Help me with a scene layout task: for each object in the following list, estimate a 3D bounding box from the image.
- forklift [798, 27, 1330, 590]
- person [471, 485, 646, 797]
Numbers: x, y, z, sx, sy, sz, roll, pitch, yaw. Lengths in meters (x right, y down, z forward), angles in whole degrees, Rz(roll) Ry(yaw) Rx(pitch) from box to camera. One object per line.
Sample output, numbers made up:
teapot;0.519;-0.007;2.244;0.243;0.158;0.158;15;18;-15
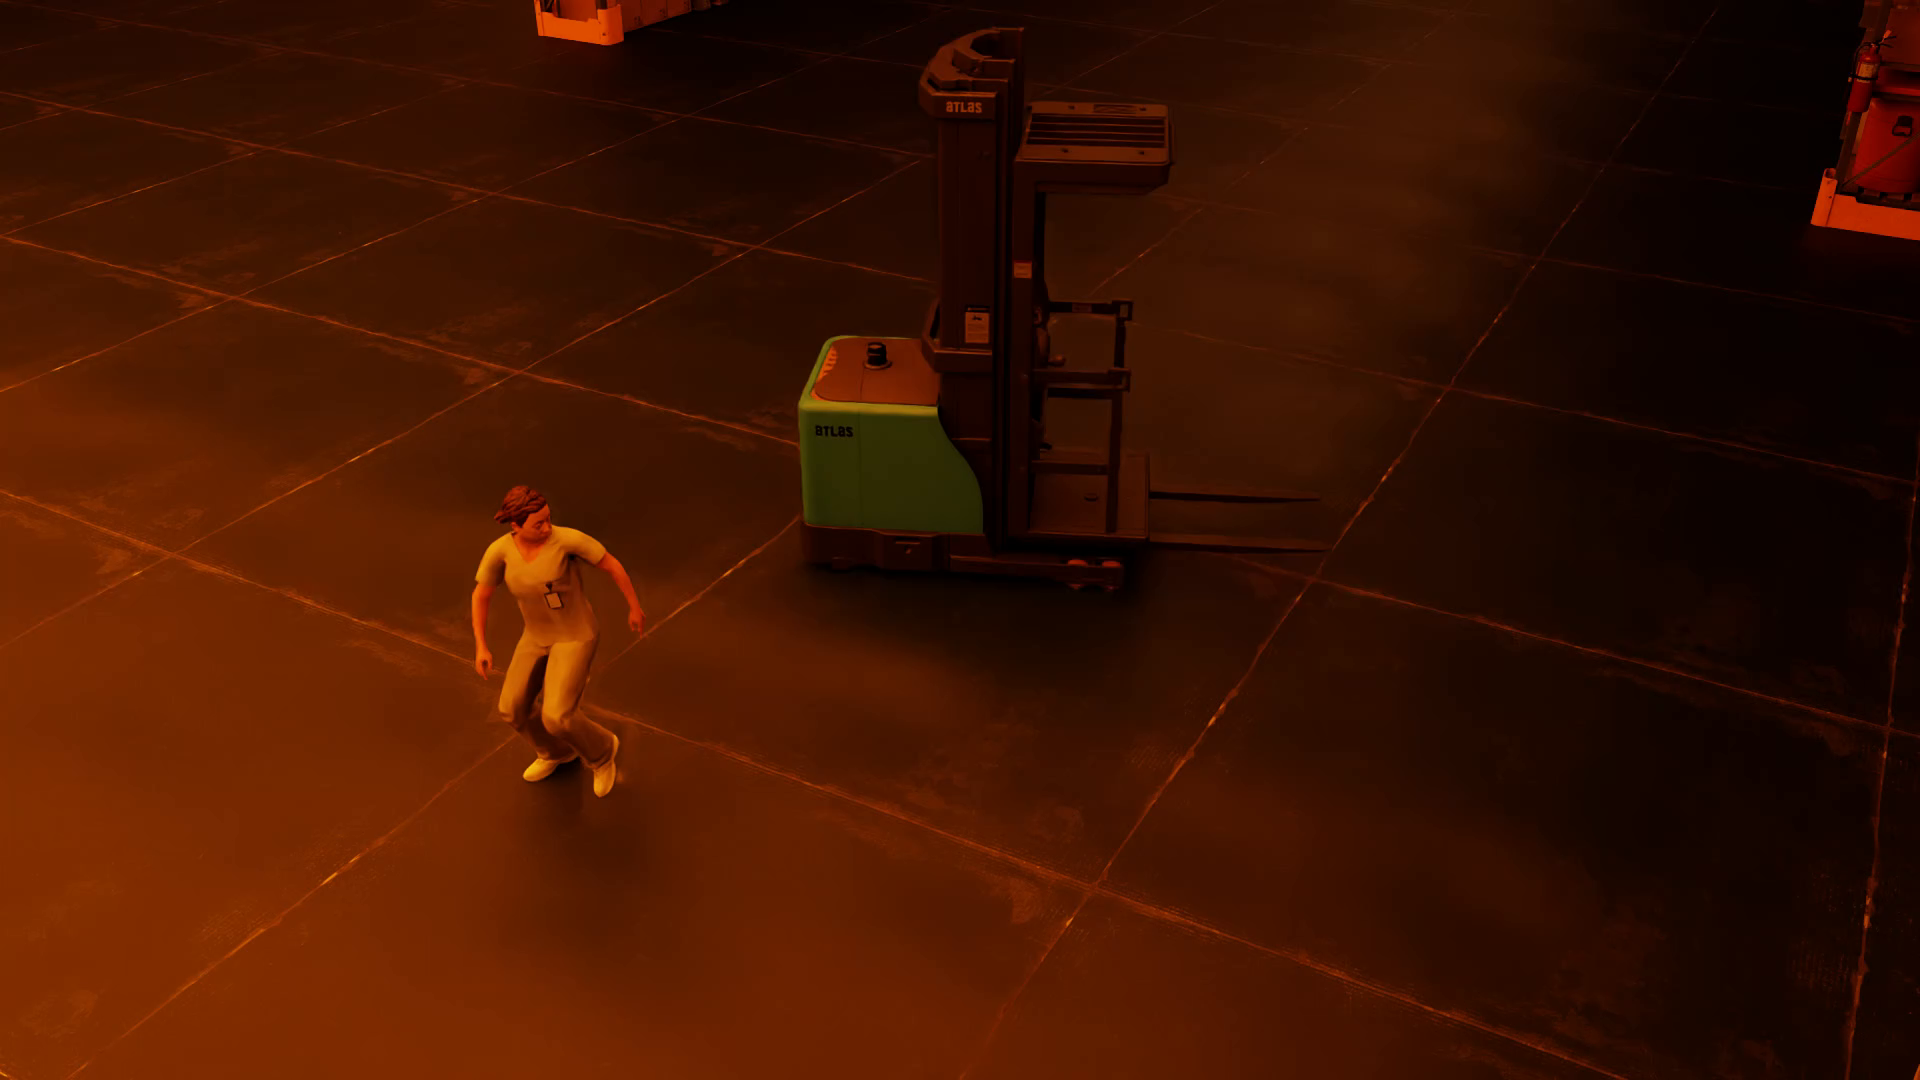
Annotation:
forklift;0.633;-1.264;9.260;3.031;2.935;1.130;3;30;5
person;-1.863;0.466;7.616;0.666;1.587;0.601;11;32;18
